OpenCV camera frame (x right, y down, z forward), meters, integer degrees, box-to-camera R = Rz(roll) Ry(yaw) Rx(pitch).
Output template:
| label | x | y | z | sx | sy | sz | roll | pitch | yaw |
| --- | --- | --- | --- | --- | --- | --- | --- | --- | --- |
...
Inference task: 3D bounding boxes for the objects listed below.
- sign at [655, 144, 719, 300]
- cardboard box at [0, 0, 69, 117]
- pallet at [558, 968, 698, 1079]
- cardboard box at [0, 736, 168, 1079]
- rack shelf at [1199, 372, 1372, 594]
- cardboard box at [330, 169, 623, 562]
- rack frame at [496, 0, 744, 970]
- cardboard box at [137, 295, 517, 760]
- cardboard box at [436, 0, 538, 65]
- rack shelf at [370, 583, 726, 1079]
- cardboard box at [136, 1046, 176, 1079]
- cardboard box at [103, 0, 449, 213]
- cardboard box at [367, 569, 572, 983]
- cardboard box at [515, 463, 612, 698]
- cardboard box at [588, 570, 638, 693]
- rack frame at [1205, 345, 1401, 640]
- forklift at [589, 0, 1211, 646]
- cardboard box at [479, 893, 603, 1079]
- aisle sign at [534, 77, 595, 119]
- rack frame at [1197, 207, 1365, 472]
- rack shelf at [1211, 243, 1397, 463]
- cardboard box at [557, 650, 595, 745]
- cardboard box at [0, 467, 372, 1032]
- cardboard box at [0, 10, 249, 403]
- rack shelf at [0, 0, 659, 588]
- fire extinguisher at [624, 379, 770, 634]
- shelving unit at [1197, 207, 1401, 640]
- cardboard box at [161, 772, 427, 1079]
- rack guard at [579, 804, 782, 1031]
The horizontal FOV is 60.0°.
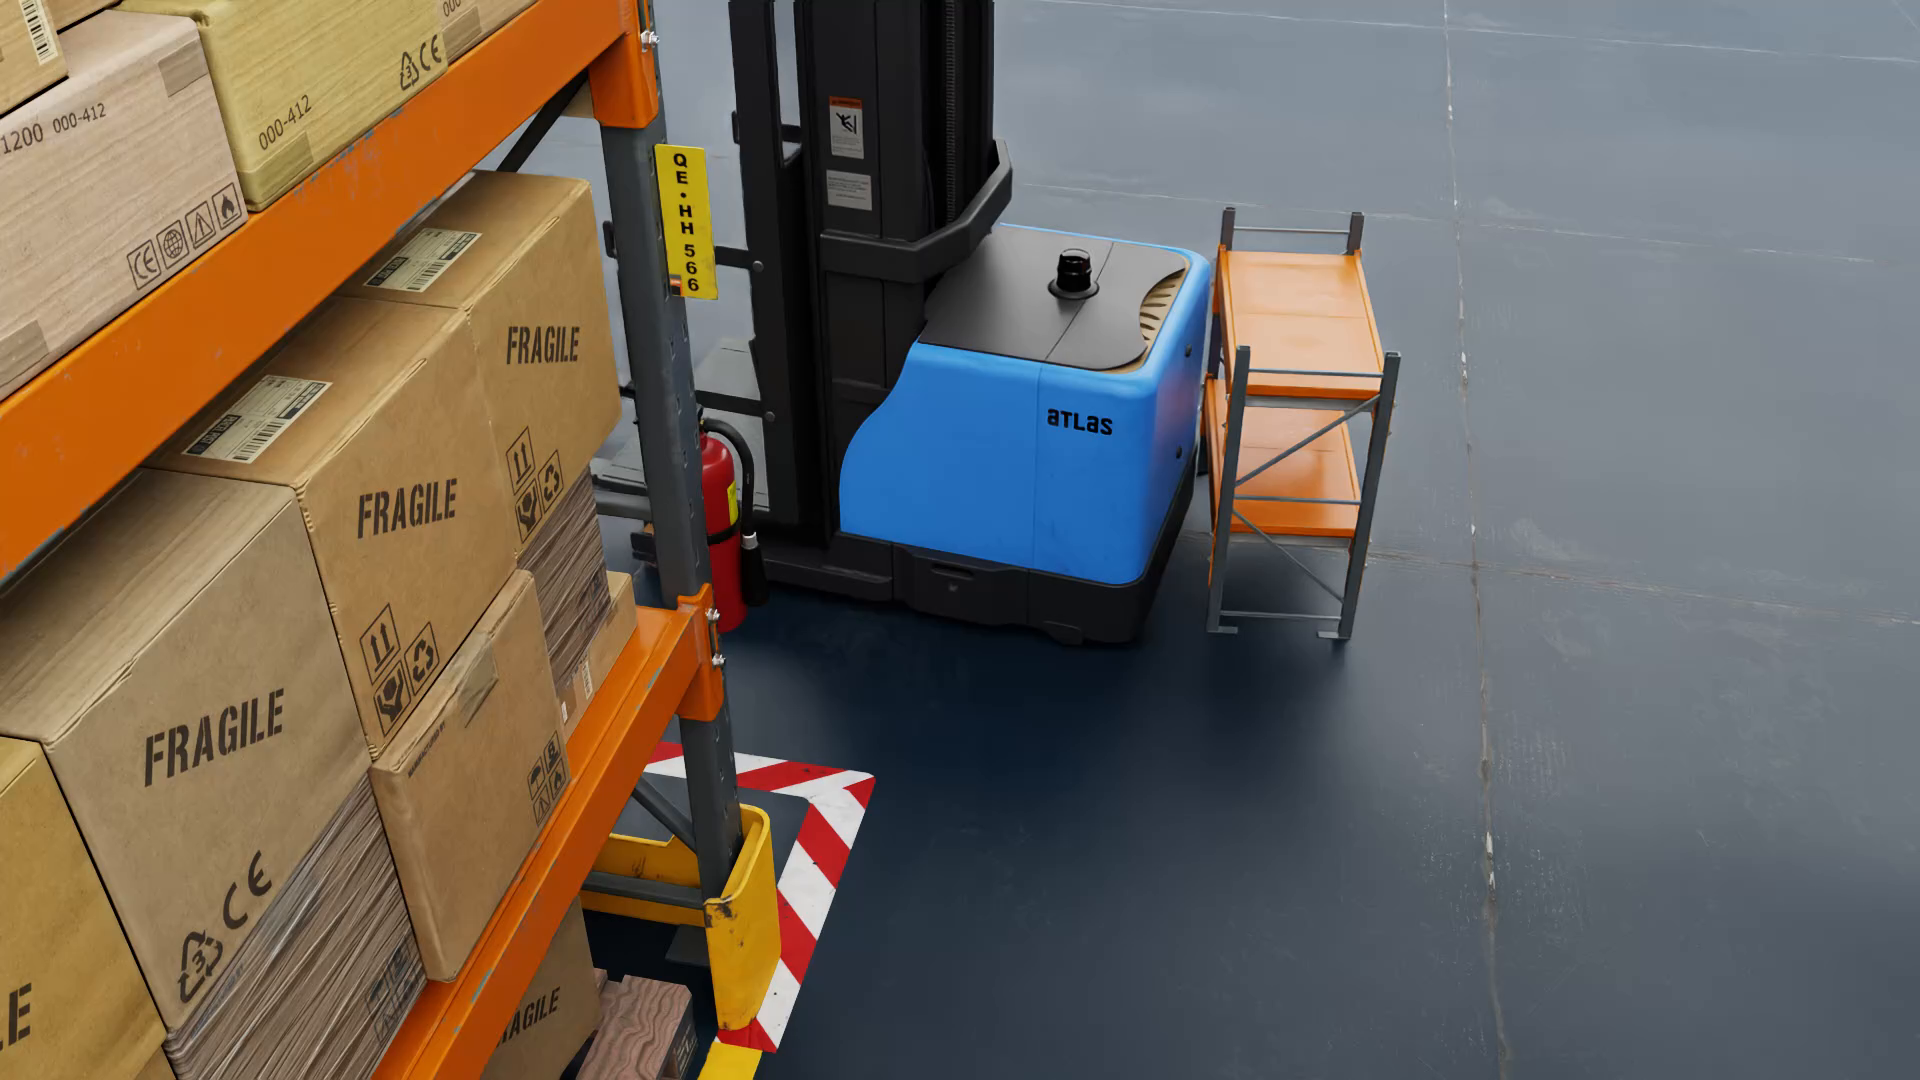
| label | x | y | z | sx | sy | sz | roll | pitch | yaw |
| --- | --- | --- | --- | --- | --- | --- | --- | --- | --- |
| sign | -0.541 | -0.628 | 3.304 | 0.100 | 0.325 | 0.005 | 7 | 37 | 10 |
| cardboard box | -1.119 | -0.484 | 1.594 | 0.380 | 0.149 | 0.250 | 6 | 36 | 8 |
| pallet | -1.304 | 1.522 | 3.970 | 1.003 | 0.211 | 1.213 | 7 | 37 | 10 |
| cardboard box | -1.281 | 0.528 | 1.775 | 0.500 | 0.500 | 0.500 | 7 | 37 | 10 |
| rack shelf | 1.152 | -0.229 | 6.023 | 0.538 | 0.278 | 1.000 | 3 | 36 | 4 |
| cardboard box | -0.955 | -0.332 | 2.961 | 0.500 | 0.500 | 0.500 | 7 | 37 | 10 |
| rack frame | -1.079 | -0.112 | 3.849 | 1.000 | 3.000 | 0.127 | 7 | 37 | 10 |
| cardboard box | -1.057 | -0.044 | 2.564 | 0.500 | 0.500 | 0.500 | 7 | 37 | 10 |
| cardboard box | -0.934 | -0.958 | 2.587 | 0.500 | 0.250 | 0.500 | 8 | 37 | 11 |
| rack shelf | -1.507 | 1.326 | 2.478 | 1.077 | 0.370 | 4.000 | 7 | 37 | 10 |
| cardboard box | -1.481 | 0.907 | 2.104 | 0.875 | 0.500 | 0.500 | 7 | 37 | 10 |
| cardboard box | -1.038 | -0.671 | 2.192 | 0.500 | 0.250 | 0.500 | 8 | 37 | 10 |
| cardboard box | -1.213 | 0.340 | 2.885 | 0.875 | 0.500 | 0.500 | 7 | 37 | 10 |
| cardboard box | -1.224 | 0.039 | 3.302 | 0.875 | 0.500 | 0.500 | 7 | 37 | 10 |
| cardboard box | -0.939 | 0.179 | 3.661 | 0.380 | 0.149 | 0.250 | 7 | 37 | 10 |
| rack frame | 1.108 | -0.129 | 5.470 | 0.500 | 1.125 | 0.032 | 3 | 36 | 4 |
| forklift | -0.683 | -1.333 | 5.591 | 3.031 | 2.935 | 1.130 | 11 | 37 | 15 |
| cardboard box | -1.229 | 1.086 | 3.968 | 0.500 | 0.500 | 0.500 | 14 | 38 | 19 |
| aisle sign | -0.773 | -1.163 | 3.083 | 0.394 | 0.787 | 0.004 | 7 | 37 | 10 |
| rack frame | 1.196 | -0.724 | 6.290 | 0.500 | 1.125 | 0.032 | 3 | 36 | 4 |
| rack shelf | 1.152 | -0.664 | 5.708 | 0.538 | 0.278 | 1.000 | 3 | 36 | 4 |
| cardboard box | -0.993 | 0.322 | 3.464 | 0.380 | 0.149 | 0.250 | 7 | 37 | 10 |
| cardboard box | -1.166 | 0.242 | 2.169 | 0.500 | 0.500 | 0.500 | 7 | 37 | 10 |
| cardboard box | -1.156 | -0.378 | 1.788 | 0.500 | 0.250 | 0.500 | 8 | 37 | 11 |
| rack shelf | -1.507 | 0.111 | 1.598 | 1.077 | 0.370 | 4.000 | 7 | 37 | 10 |
| fire extinguisher | -0.605 | -0.089 | 3.882 | 0.296 | 0.674 | 0.183 | 7 | 37 | 10 |
| shelving unit | 1.152 | -0.427 | 5.880 | 0.538 | 1.125 | 1.048 | 3 | 36 | 4 |
| cardboard box | -1.362 | 0.622 | 2.497 | 0.875 | 0.500 | 0.500 | 7 | 37 | 10 |
| rack guard | -1.096 | 0.944 | 4.522 | 1.175 | 0.500 | 0.348 | 7 | 37 | 10 |
